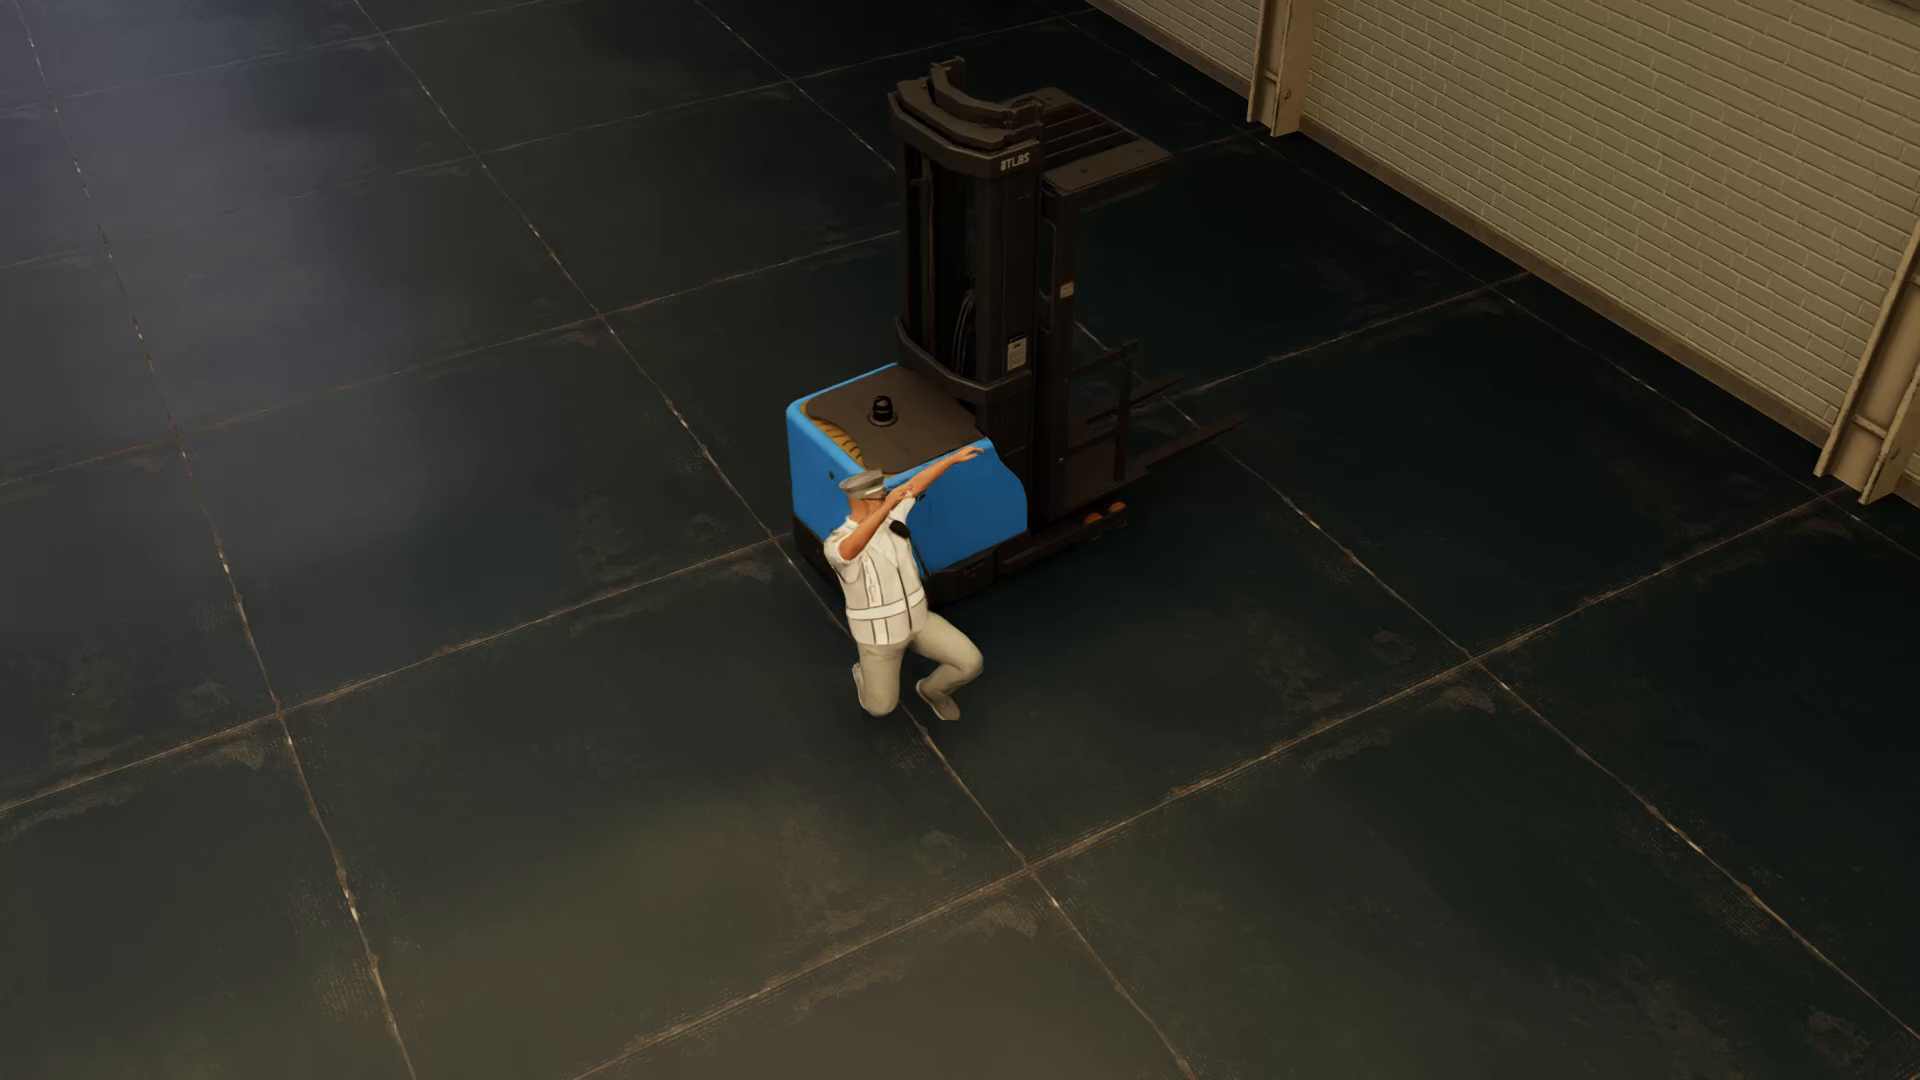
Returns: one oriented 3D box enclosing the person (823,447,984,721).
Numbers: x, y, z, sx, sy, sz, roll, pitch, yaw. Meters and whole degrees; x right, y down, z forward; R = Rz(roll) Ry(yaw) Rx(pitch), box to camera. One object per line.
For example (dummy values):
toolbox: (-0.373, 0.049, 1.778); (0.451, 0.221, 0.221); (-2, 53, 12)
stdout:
person: (-0.152, 0.247, 8.808); (1.120, 1.652, 0.869); (-29, 48, -30)

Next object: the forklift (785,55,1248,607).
forklift: (0.472, -1.382, 9.702); (3.031, 2.935, 1.130); (-24, 45, -26)
